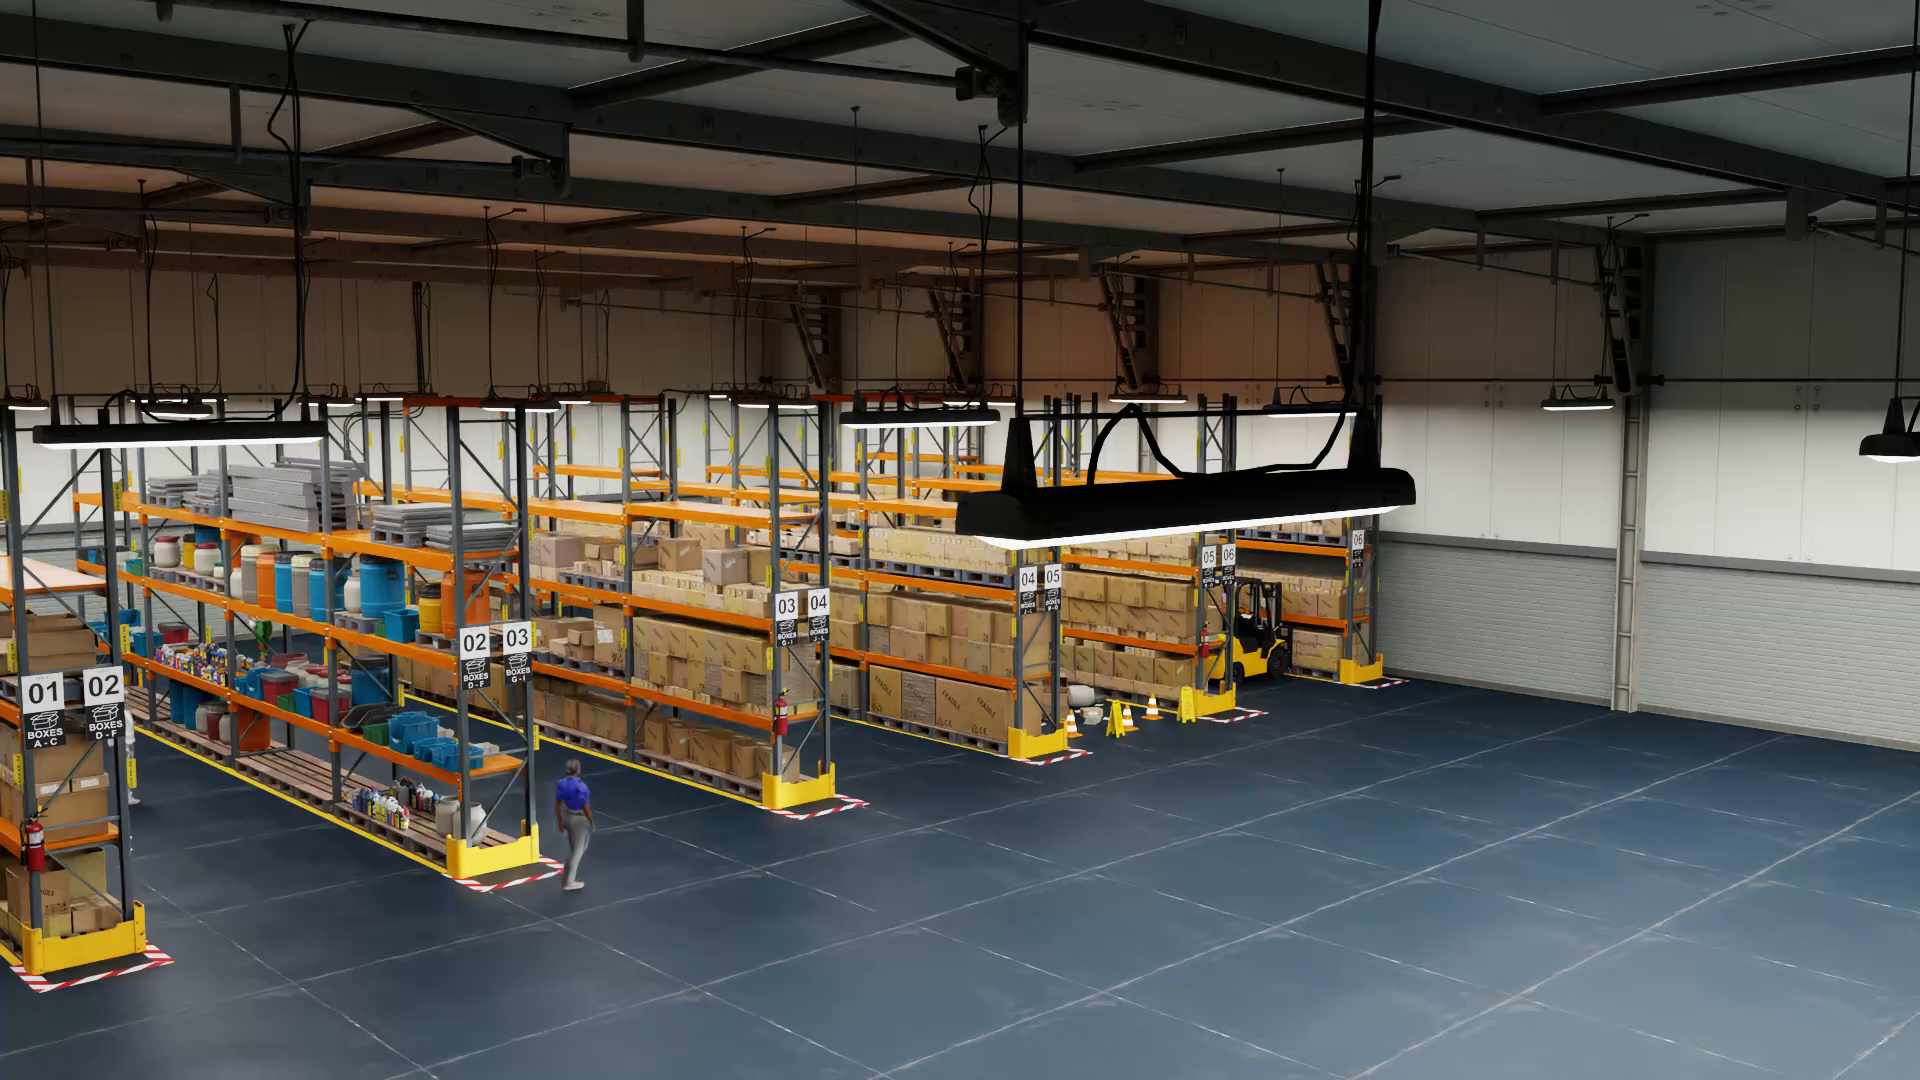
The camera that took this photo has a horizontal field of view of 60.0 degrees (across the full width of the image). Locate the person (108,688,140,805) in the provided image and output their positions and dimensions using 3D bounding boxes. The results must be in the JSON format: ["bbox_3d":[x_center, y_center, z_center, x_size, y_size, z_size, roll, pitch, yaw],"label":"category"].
[{"bbox_3d":[-12.477,3.069,24.805,0.448,1.813,0.623,-1,6,-9],"label":"person"}]

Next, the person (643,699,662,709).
[{"bbox_3d":[-5.643,2.492,30.499,0.546,1.760,0.542,-1,6,-8],"label":"person"}]

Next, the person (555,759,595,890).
[{"bbox_3d":[-4.731,3.513,20.598,0.463,1.666,0.463,-5,7,-39],"label":"person"}]

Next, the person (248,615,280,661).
[{"bbox_3d":[-15.665,1.816,37.453,0.650,1.734,0.996,-3,6,-32],"label":"person"}]
